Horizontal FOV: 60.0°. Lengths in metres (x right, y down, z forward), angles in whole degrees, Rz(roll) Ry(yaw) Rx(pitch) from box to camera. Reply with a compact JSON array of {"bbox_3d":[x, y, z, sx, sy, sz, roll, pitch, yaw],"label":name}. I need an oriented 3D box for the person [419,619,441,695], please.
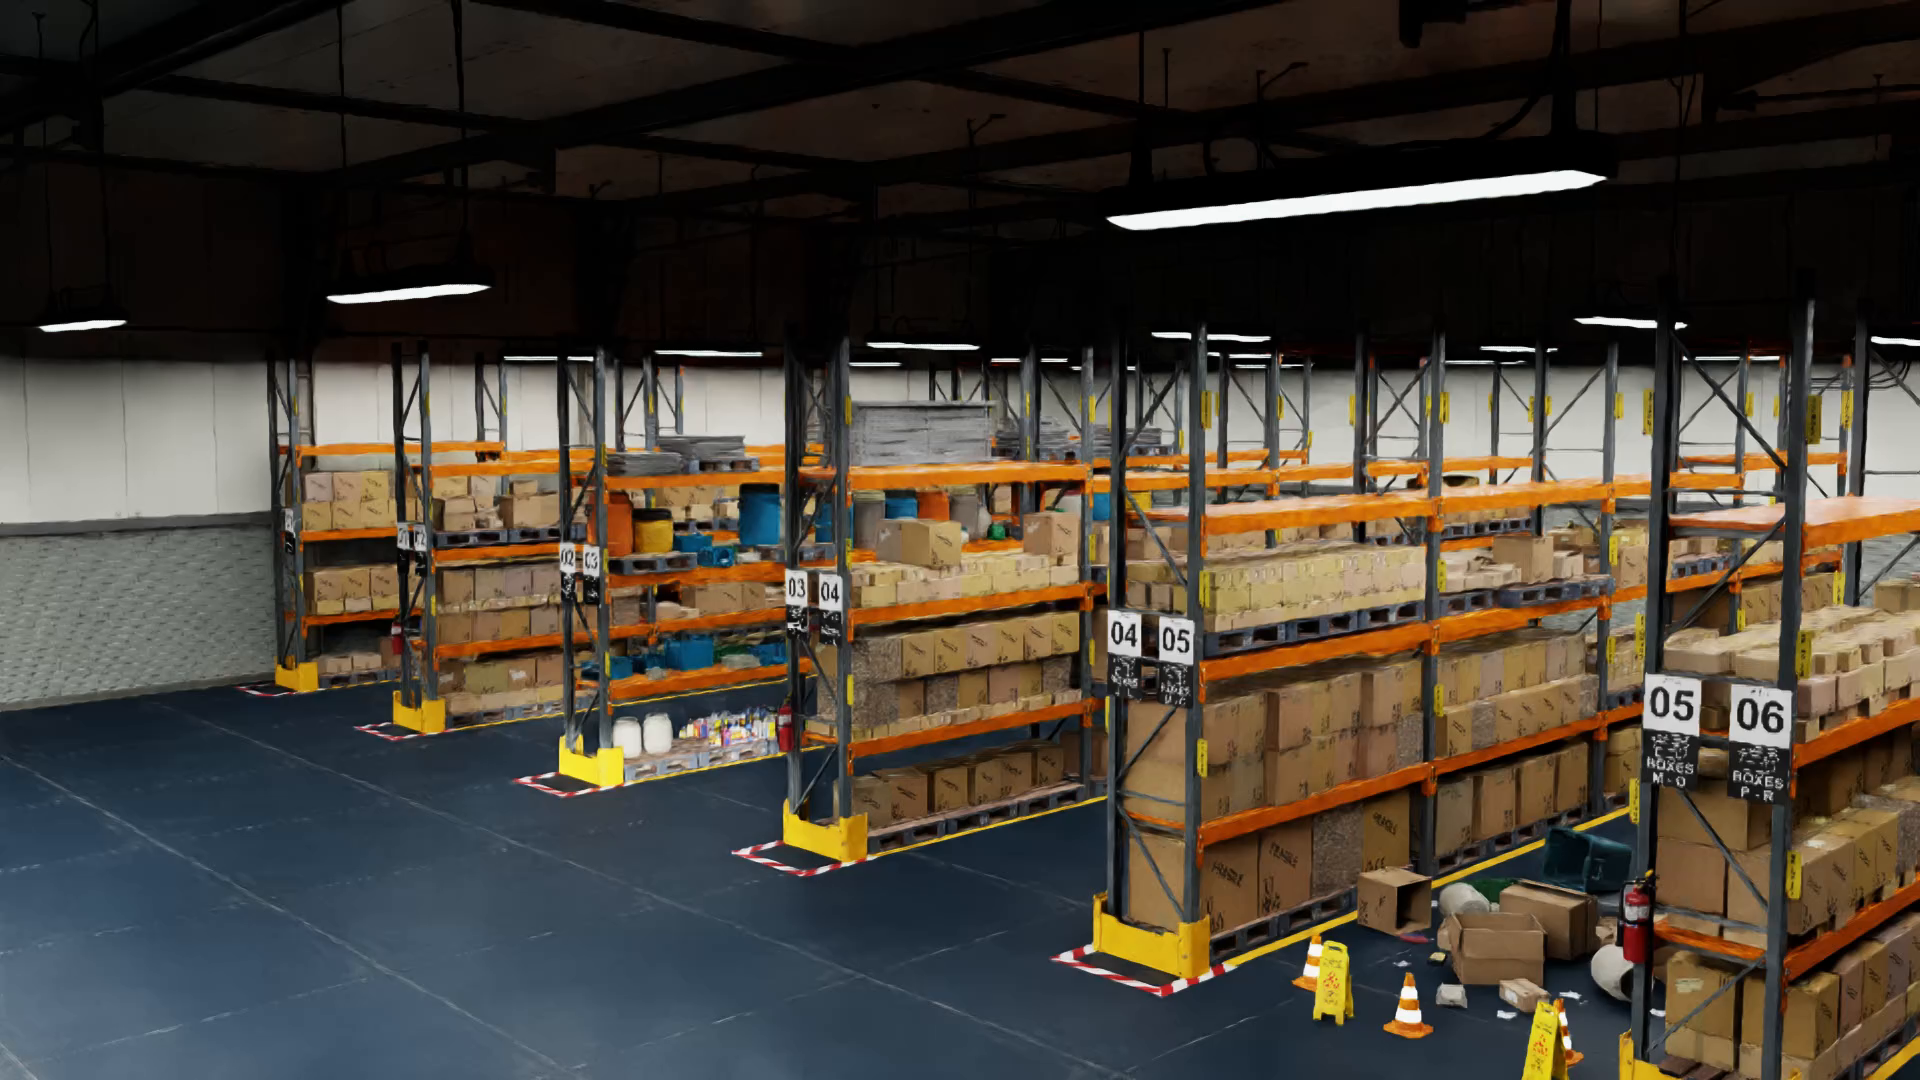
[{"bbox_3d":[-9.073,1.848,28.647,0.422,1.663,0.502,1,5,16],"label":"person"}]
